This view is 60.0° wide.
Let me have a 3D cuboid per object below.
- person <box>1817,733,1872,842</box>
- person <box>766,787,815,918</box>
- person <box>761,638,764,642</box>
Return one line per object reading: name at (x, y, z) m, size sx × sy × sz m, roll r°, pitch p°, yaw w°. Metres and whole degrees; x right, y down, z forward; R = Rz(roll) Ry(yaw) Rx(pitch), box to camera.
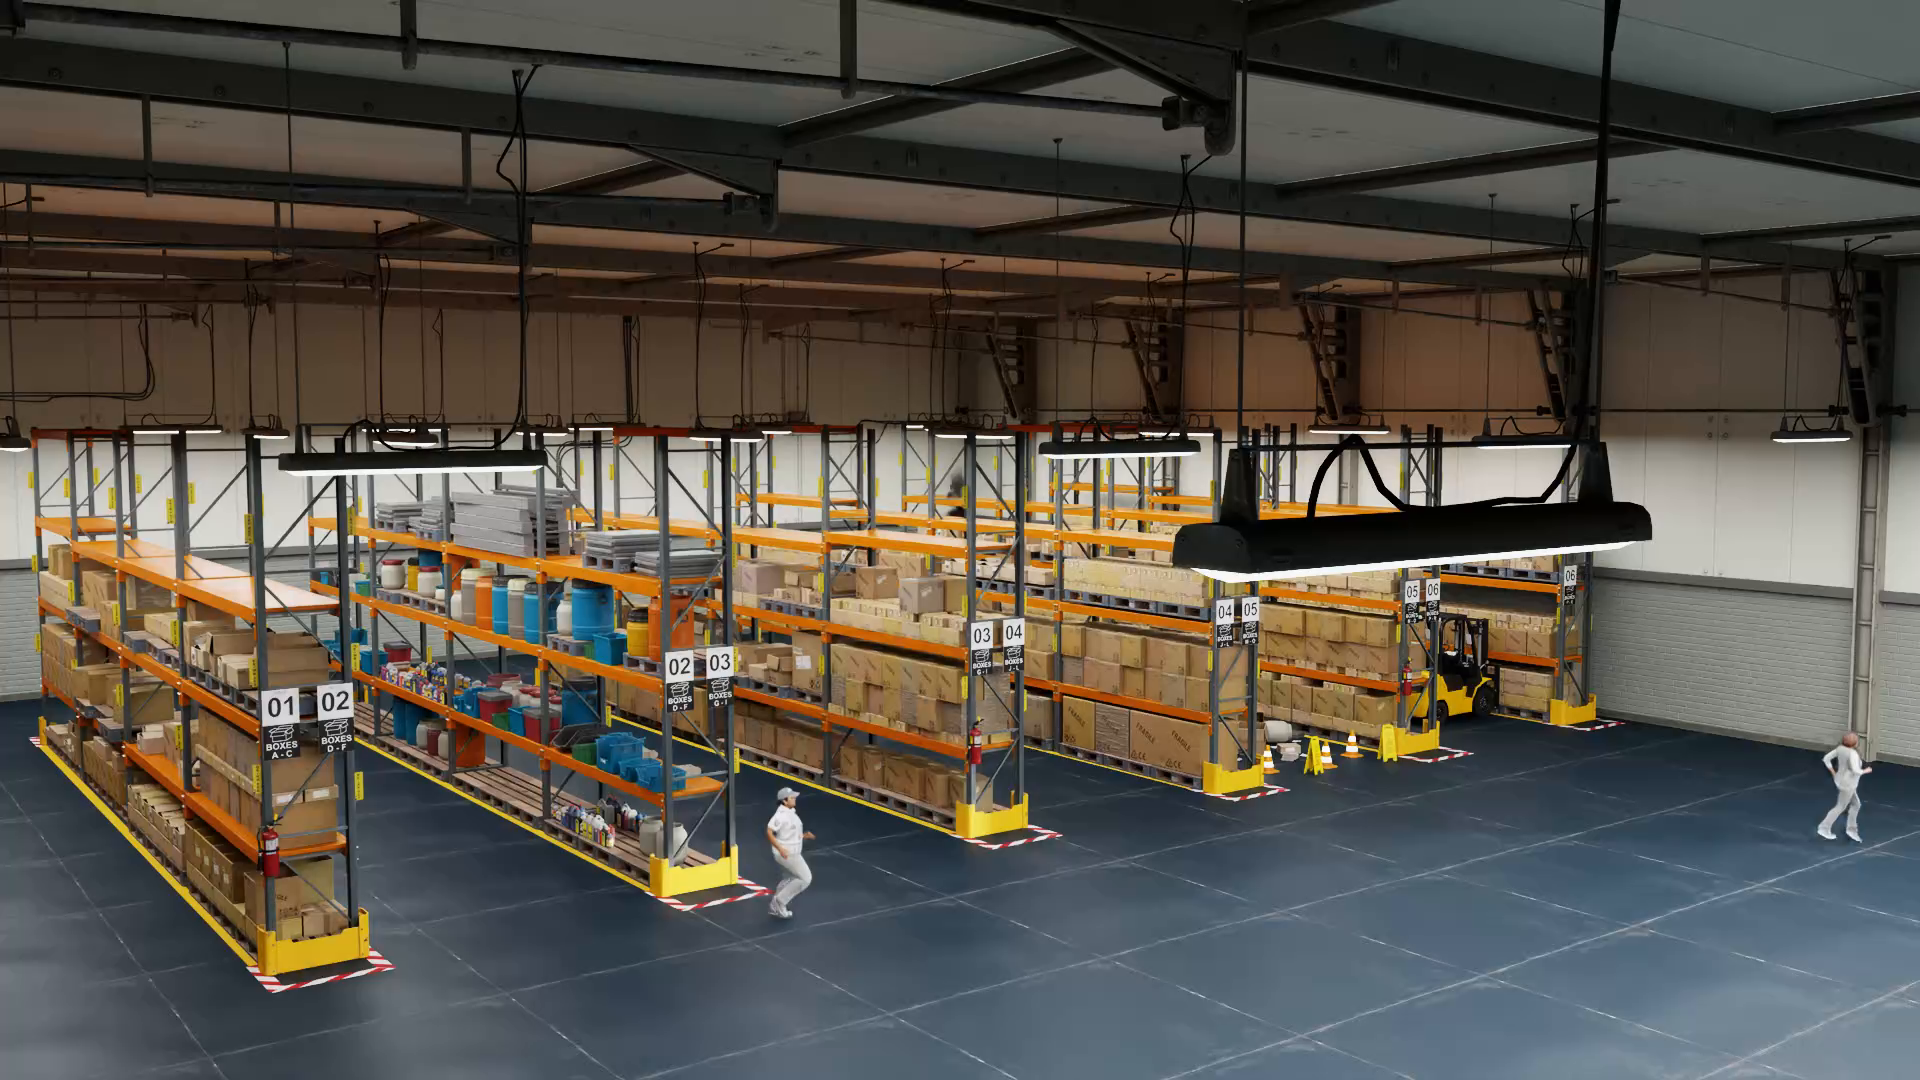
person at (12.914, 3.622, 24.264) m, size 0.729 × 1.637 × 0.525 m, roll 0°, pitch 4°, yaw 6°
person at (-2.097, 3.885, 20.663) m, size 0.596 × 1.627 × 0.595 m, roll 0°, pitch 4°, yaw -1°
person at (-4.091, 2.825, 34.321) m, size 0.548 × 1.662 × 0.681 m, roll -4°, pitch 6°, yaw -40°
